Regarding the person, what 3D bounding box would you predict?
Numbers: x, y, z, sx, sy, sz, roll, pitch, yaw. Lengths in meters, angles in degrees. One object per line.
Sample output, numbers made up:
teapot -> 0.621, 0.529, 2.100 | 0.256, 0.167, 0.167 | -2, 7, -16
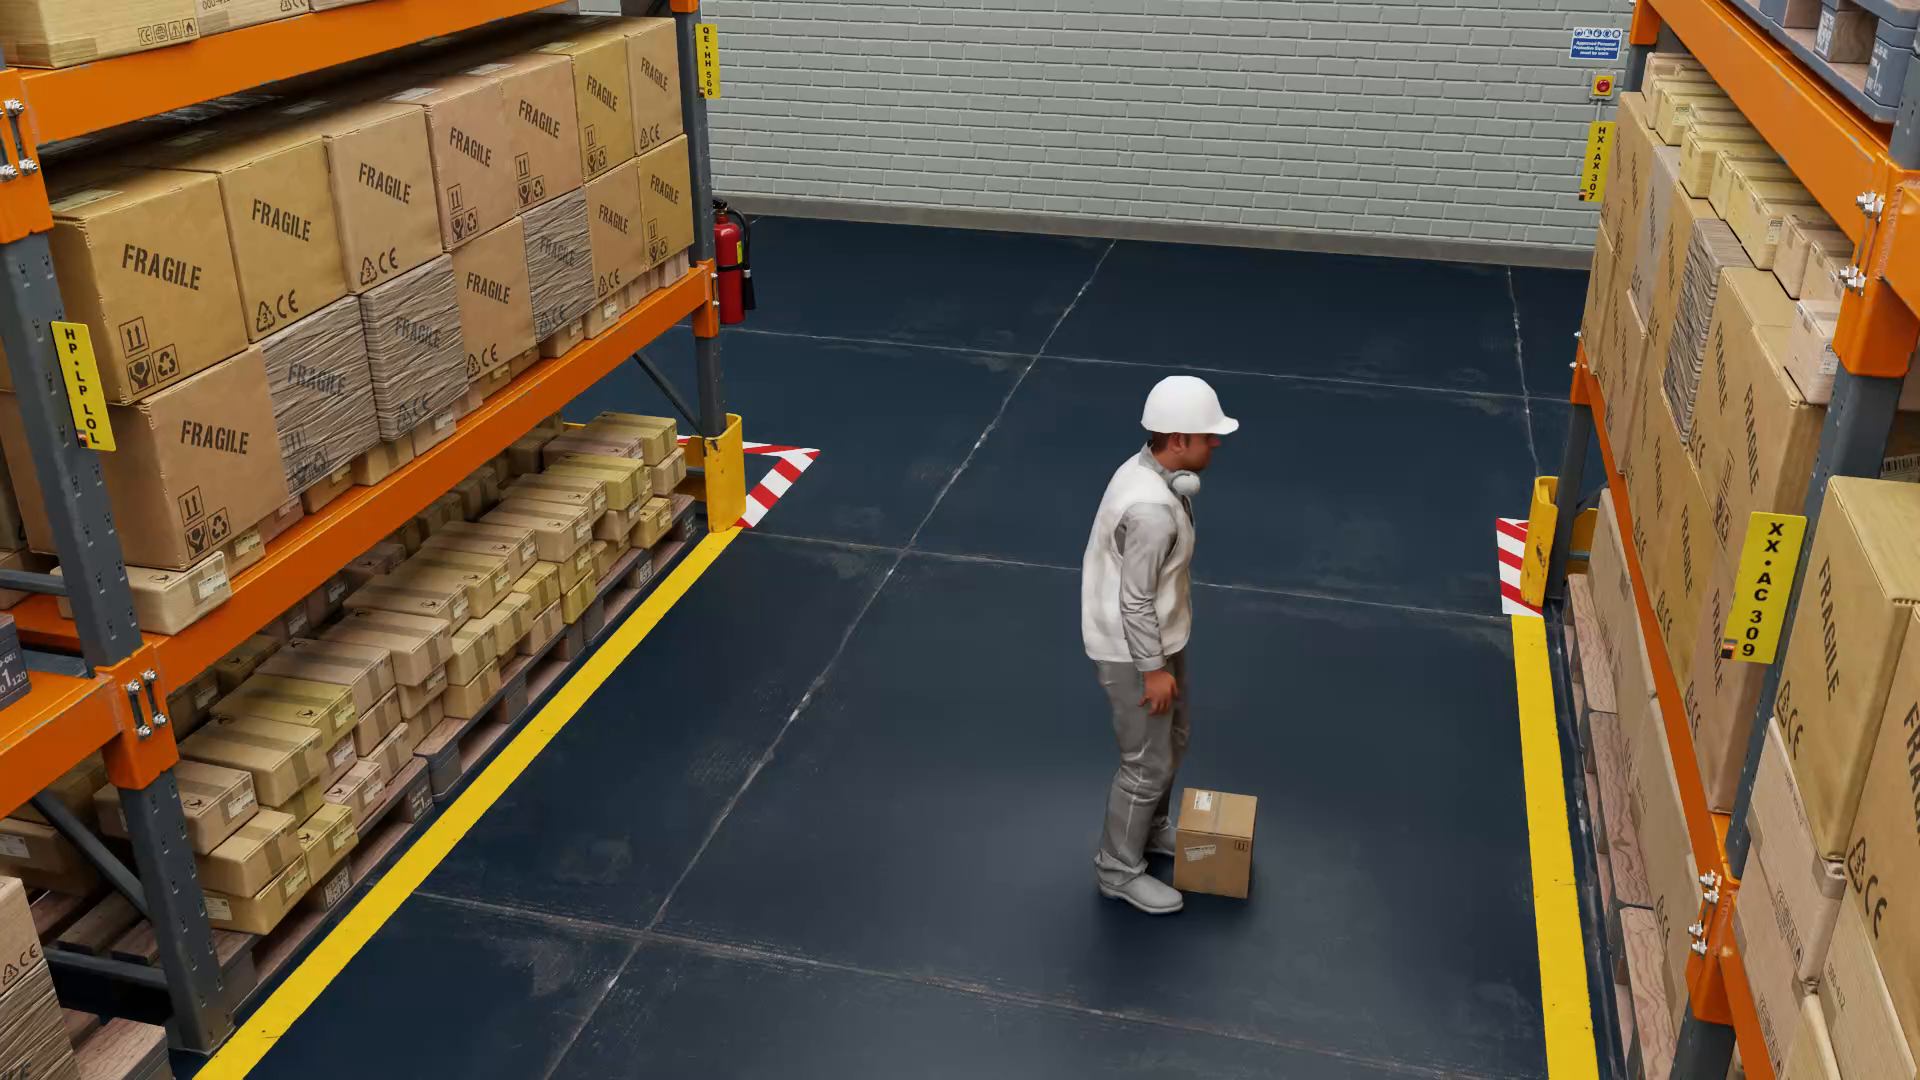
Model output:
person -> 0.624, 0.315, 5.404 | 0.466, 1.773, 0.591 | 5, 26, 11
